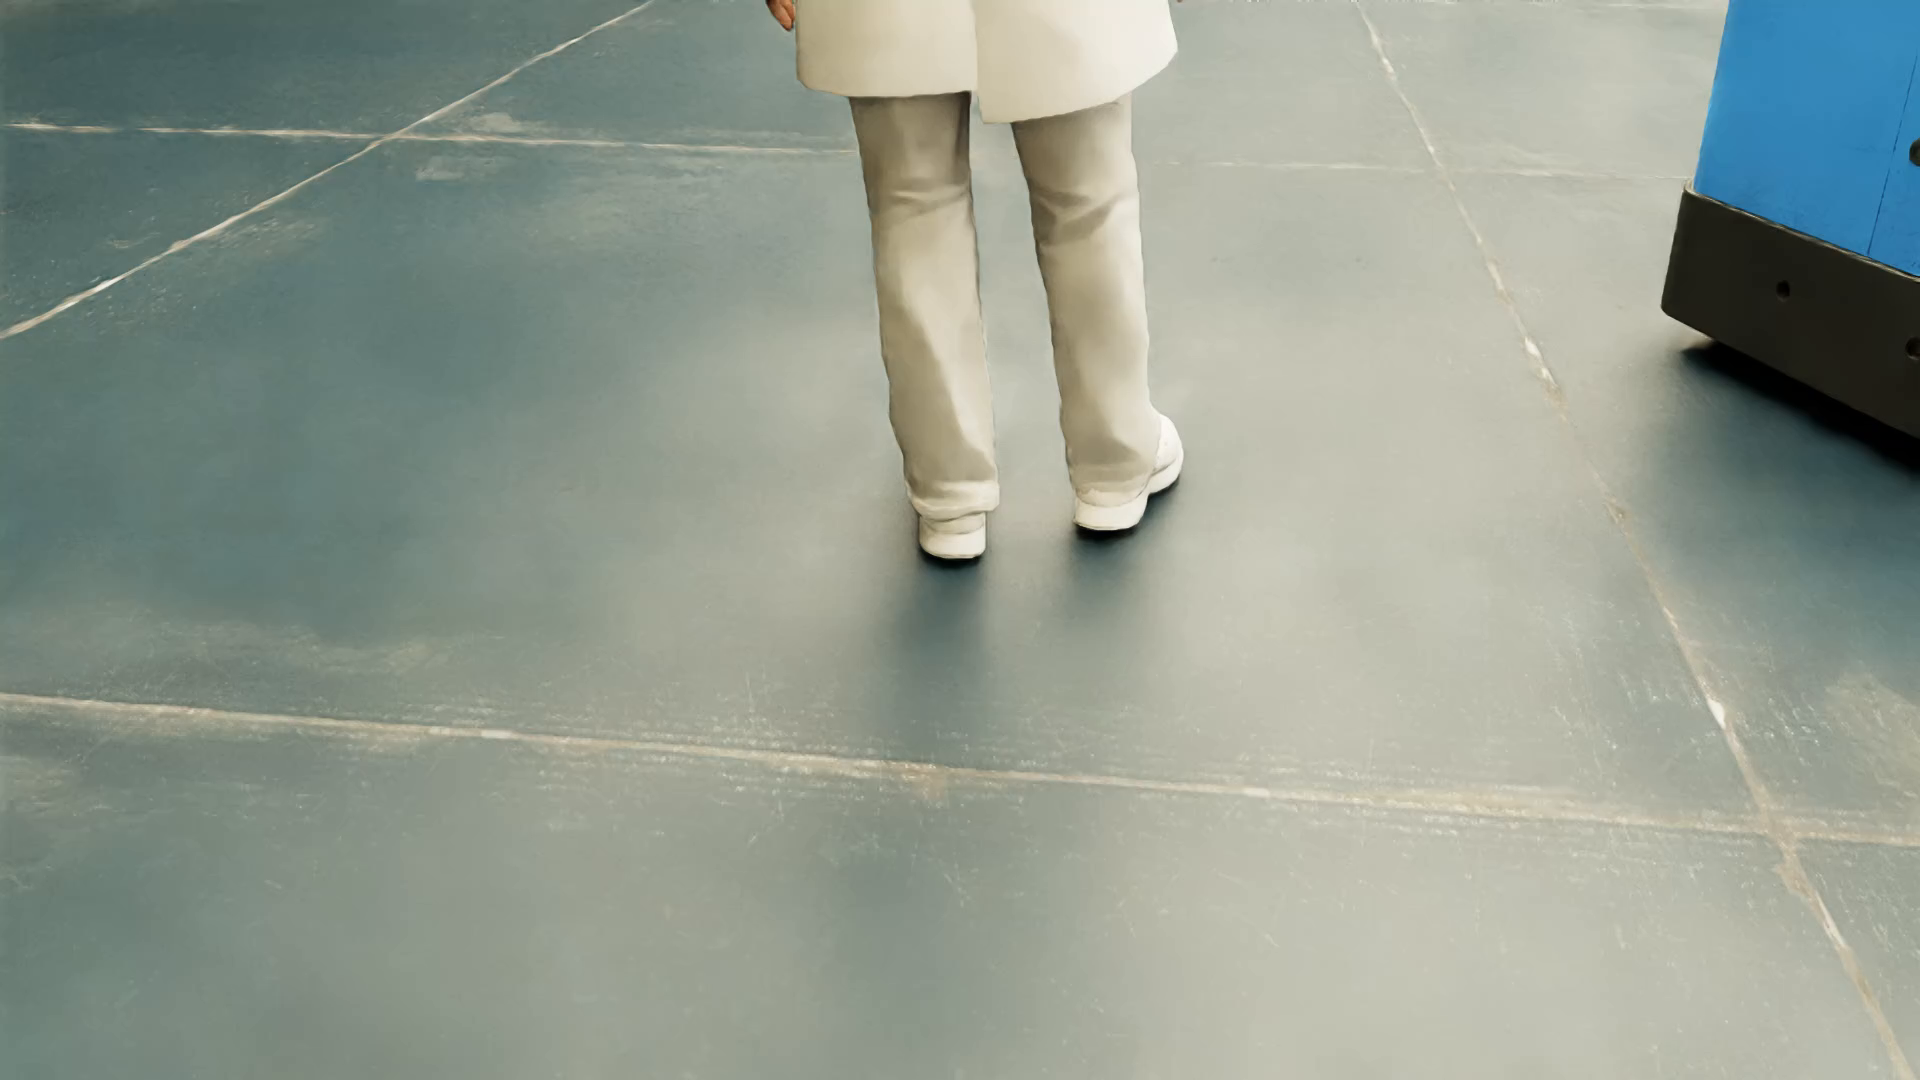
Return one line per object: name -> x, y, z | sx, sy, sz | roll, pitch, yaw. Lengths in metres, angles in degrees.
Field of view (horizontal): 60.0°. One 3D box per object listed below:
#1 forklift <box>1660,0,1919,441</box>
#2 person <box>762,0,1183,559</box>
forklift -> 2.937, -1.673, 2.571 | 3.031, 2.935, 1.130 | -7, 27, -14
person -> 0.017, -0.842, 2.180 | 0.694, 1.776, 0.579 | 3, 27, 7
